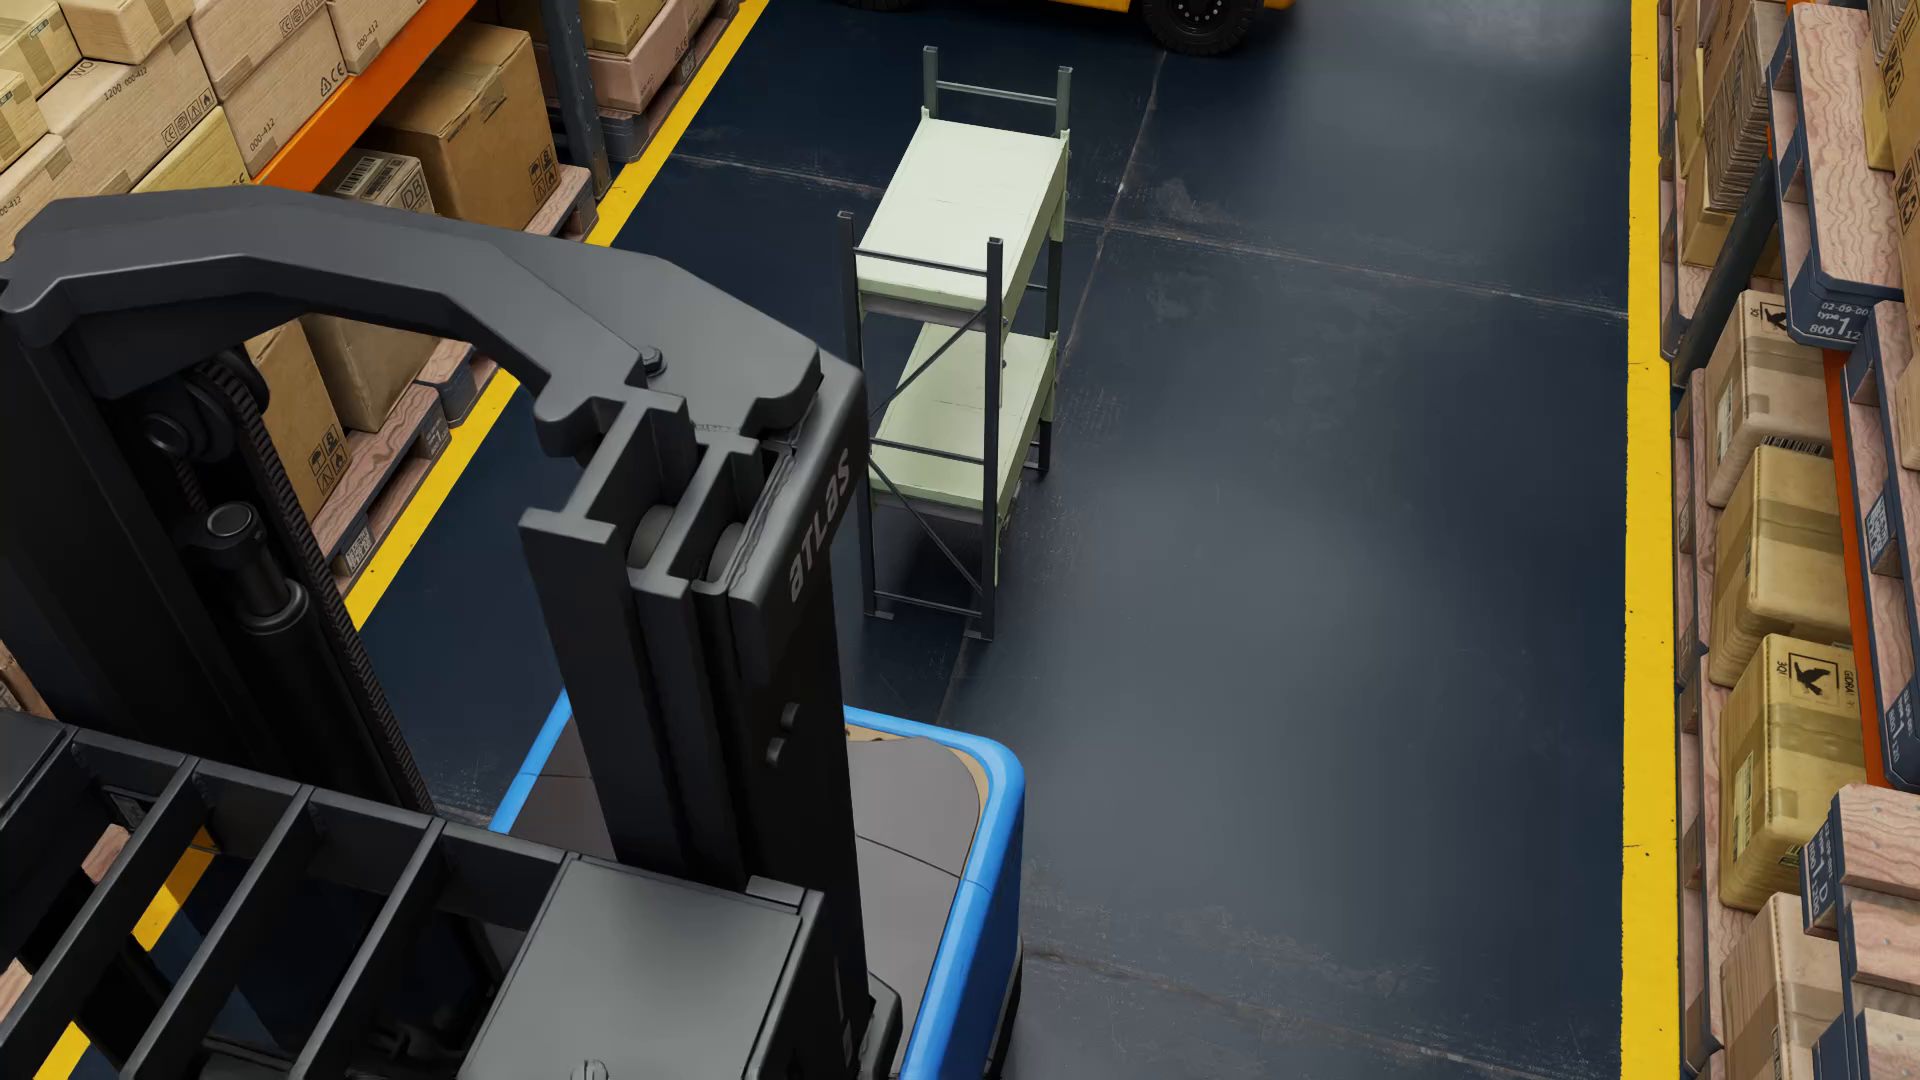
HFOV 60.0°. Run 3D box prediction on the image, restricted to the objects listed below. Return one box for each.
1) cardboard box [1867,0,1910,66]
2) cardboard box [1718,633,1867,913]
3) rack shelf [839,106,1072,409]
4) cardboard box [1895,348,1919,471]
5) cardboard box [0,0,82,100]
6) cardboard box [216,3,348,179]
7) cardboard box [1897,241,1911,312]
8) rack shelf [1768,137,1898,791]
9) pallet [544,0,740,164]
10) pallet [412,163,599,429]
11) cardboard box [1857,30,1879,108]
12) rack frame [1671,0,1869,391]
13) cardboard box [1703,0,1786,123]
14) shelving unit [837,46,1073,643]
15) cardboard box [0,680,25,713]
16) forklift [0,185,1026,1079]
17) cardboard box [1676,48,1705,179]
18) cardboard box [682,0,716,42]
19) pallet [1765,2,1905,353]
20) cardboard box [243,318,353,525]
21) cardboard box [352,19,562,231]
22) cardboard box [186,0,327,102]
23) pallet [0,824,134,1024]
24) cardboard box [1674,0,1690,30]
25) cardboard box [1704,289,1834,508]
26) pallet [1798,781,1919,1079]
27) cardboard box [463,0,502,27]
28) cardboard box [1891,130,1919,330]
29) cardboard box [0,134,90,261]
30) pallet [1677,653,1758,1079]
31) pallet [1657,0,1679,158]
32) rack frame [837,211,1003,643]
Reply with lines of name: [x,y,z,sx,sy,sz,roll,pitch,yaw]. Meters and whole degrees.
cardboard box: [2.540,-1.446,3.980,0.500,0.500,0.500,13,50,11]
cardboard box: [2.437,0.677,4.125,0.950,0.372,0.625,13,50,11]
rack shelf: [0.002,-0.759,4.399,0.431,0.370,0.720,12,50,10]
cardboard box: [2.120,-0.239,3.348,0.380,0.149,0.250,13,50,11]
cardboard box: [-2.230,-1.104,3.725,0.380,0.149,0.250,12,50,10]
cardboard box: [-2.017,-1.251,4.453,0.500,0.250,0.500,12,50,10]
cardboard box: [2.307,-0.599,3.666,0.380,0.149,0.250,12,50,11]
rack shelf: [2.414,0.227,3.529,1.077,0.370,4.000,12,50,10]
pallet: [-1.600,-2.079,6.944,1.003,0.211,1.213,12,50,10]
pallet: [-2.006,-0.971,5.966,1.003,0.211,1.213,12,50,10]
cardboard box: [2.490,-1.176,4.175,0.380,0.149,0.250,12,50,11]
rack frame: [2.940,-1.458,4.536,1.000,3.000,0.127,12,50,10]
cardboard box: [2.969,-1.784,5.878,0.500,0.500,0.500,12,50,11]
shelving unit: [0.002,-0.501,4.692,0.431,1.500,0.755,12,50,10]
cardboard box: [-2.725,0.657,3.973,0.875,0.625,0.625,13,50,11]
forklift: [-0.734,1.138,2.291,1.130,2.935,3.031,12,50,10]
cardboard box: [2.967,-1.555,6.175,0.500,0.250,0.500,10,49,9]
cardboard box: [-1.284,-2.319,6.850,0.500,0.250,0.500,11,49,9]
pallet: [2.598,-0.870,4.145,1.003,0.211,1.213,12,50,10]
cardboard box: [-2.384,-0.304,4.822,0.875,0.625,0.625,10,49,8]
cardboard box: [-1.976,-1.408,5.796,0.875,0.625,0.625,14,50,12]
cardboard box: [-2.001,-1.403,4.254,0.500,0.250,0.500,12,50,11]
pallet: [-2.648,0.794,4.409,1.003,0.211,1.213,12,50,10]
cardboard box: [3.241,-2.286,6.821,0.500,0.250,0.500,15,50,13]
cardboard box: [2.804,-0.347,5.029,0.950,0.372,0.625,12,50,11]
pallet: [1.972,0.962,2.528,1.213,0.211,1.003,12,50,10]
cardboard box: [-1.919,-2.222,6.431,0.500,0.250,0.500,11,49,9]
cardboard box: [2.265,-0.728,3.347,0.500,0.500,0.500,11,50,10]
cardboard box: [-2.262,-0.667,3.604,0.500,0.250,0.500,10,49,9]
pallet: [2.417,0.914,4.303,1.003,0.211,1.213,12,50,10]
pallet: [3.402,-1.913,6.798,1.003,0.211,1.213,12,50,10]
rack frame: [-0.095,-0.236,4.458,0.400,1.500,0.023,12,50,10]
